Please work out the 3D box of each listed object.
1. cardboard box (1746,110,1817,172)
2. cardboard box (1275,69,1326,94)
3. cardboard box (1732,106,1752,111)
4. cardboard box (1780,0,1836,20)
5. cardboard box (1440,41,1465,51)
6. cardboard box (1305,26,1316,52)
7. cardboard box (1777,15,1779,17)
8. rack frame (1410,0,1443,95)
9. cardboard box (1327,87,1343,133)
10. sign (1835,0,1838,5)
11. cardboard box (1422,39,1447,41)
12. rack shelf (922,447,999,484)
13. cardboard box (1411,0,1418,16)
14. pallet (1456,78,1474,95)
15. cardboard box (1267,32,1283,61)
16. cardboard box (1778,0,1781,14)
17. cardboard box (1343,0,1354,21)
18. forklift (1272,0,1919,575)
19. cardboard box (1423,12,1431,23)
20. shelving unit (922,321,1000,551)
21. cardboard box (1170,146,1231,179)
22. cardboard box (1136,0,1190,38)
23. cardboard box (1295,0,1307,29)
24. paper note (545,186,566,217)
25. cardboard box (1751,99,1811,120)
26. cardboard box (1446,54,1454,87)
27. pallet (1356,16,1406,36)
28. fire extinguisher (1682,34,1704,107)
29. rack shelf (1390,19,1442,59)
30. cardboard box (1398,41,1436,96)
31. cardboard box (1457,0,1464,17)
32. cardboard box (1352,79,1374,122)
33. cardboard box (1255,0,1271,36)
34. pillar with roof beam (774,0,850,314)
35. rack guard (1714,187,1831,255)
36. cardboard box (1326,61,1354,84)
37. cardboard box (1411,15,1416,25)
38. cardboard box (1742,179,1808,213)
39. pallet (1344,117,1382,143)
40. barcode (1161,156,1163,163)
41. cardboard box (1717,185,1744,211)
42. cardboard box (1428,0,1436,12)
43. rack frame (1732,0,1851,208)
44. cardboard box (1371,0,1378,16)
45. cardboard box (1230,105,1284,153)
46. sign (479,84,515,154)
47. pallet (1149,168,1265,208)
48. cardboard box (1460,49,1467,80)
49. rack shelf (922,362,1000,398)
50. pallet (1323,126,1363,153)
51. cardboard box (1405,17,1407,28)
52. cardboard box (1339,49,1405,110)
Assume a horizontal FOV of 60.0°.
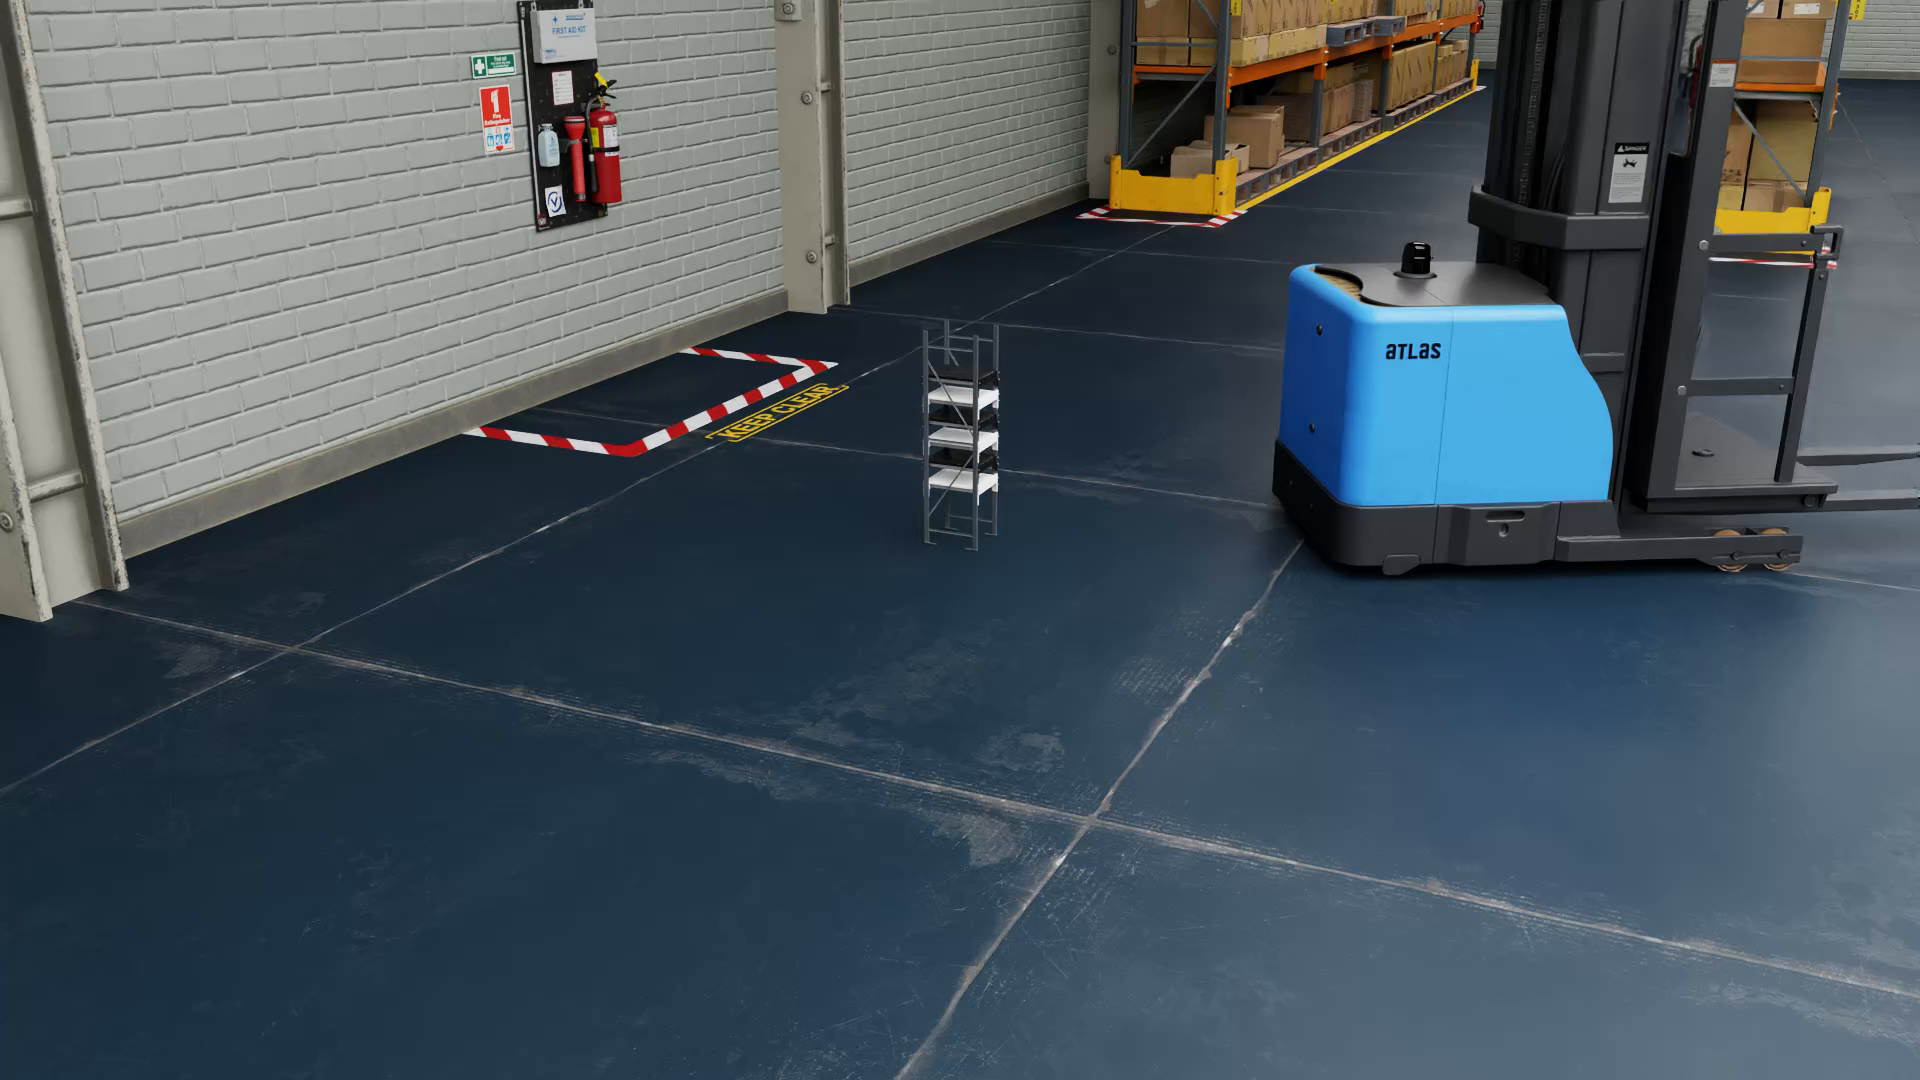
[{"bbox_3d":[7.313,-3.546,14.822,0.500,0.500,0.500,9,21,23],"label":"cardboard box"},{"bbox_3d":[4.075,-5.496,19.901,0.500,0.250,0.500,8,21,22],"label":"cardboard box"},{"bbox_3d":[7.045,-3.770,15.452,0.500,0.500,0.500,9,21,23],"label":"cardboard box"},{"bbox_3d":[6.852,-4.293,13.445,0.380,0.149,0.250,8,21,22],"label":"cardboard box"},{"bbox_3d":[8.340,-8.375,28.177,0.380,0.149,0.250,9,22,24],"label":"cardboard box"},{"bbox_3d":[3.483,-5.352,17.736,0.500,0.250,0.500,9,21,23],"label":"cardboard box"},{"bbox_3d":[6.908,-4.199,14.149,0.700,0.500,0.500,9,22,24],"label":"cardboard box"},{"bbox_3d":[6.888,-8.196,25.540,1.000,3.000,0.127,9,21,23],"label":"rack frame"},{"bbox_3d":[4.310,-5.323,20.534,0.700,0.500,0.500,9,21,23],"label":"cardboard box"},{"bbox_3d":[8.640,-5.442,16.384,0.100,0.325,0.005,9,21,23],"label":"sign"},{"bbox_3d":[8.199,-8.583,28.762,0.380,0.149,0.250,9,21,23],"label":"cardboard box"},{"bbox_3d":[0.003,-0.310,6.866,0.258,0.077,0.200,9,21,23],"label":"rack shelf"},{"bbox_3d":[6.109,-7.594,23.223,0.500,0.500,0.500,8,21,22],"label":"cardboard box"},{"bbox_3d":[8.270,-7.850,28.728,1.003,0.211,1.213,9,21,23],"label":"pallet"},{"bbox_3d":[2.877,-4.888,16.431,0.500,0.250,0.500,8,21,22],"label":"cardboard box"},{"bbox_3d":[7.273,-4.608,14.333,0.380,0.149,0.250,8,21,21],"label":"cardboard box"},{"bbox_3d":[4.328,-6.532,20.052,0.700,0.500,0.500,12,23,30],"label":"cardboard box"},{"bbox_3d":[2.927,-1.427,6.608,3.031,2.935,1.130,-2,20,-5],"label":"forklift"},{"bbox_3d":[6.724,-7.703,24.497,0.380,0.149,0.250,9,21,23],"label":"cardboard box"},{"bbox_3d":[0.003,-0.426,6.825,0.258,0.900,0.210,9,21,23],"label":"shelving unit"},{"bbox_3d":[2.339,-3.668,16.161,0.500,0.311,0.500,6,20,17],"label":"cardboard box"},{"bbox_3d":[1.973,-4.993,15.608,0.500,0.500,0.500,8,21,22],"label":"cardboard box"},{"bbox_3d":[3.285,-5.550,17.173,0.500,0.500,0.500,8,21,21],"label":"cardboard box"},{"bbox_3d":[-2.168,-1.817,8.915,0.016,0.148,0.142,9,21,23],"label":"paper note"},{"bbox_3d":[7.927,-4.005,16.111,0.500,0.500,0.500,9,21,23],"label":"cardboard box"},{"bbox_3d":[7.708,-7.741,27.362,0.700,0.500,0.500,9,22,24],"label":"cardboard box"},{"bbox_3d":[5.055,-6.651,21.480,1.213,0.211,1.003,9,21,23],"label":"pallet"},{"bbox_3d":[6.022,-3.841,13.407,0.296,0.674,0.183,9,21,23],"label":"fire extinguisher"},{"bbox_3d":[6.069,-7.246,23.941,1.077,0.370,4.000,9,21,23],"label":"rack shelf"},{"bbox_3d":[6.740,-7.165,25.220,0.750,0.750,0.750,9,21,23],"label":"cardboard box"},{"bbox_3d":[7.718,-8.948,27.204,0.980,0.700,0.700,7,21,20],"label":"cardboard box"},{"bbox_3d":[5.003,-5.776,21.807,0.700,0.500,0.500,9,21,23],"label":"cardboard box"},{"bbox_3d":[2.655,-5.075,15.836,0.500,0.500,0.500,9,21,23],"label":"cardboard box"},{"bbox_3d":[2.942,-5.262,8.336,9.100,9.000,0.400,9,21,23],"label":"pillar with roof beam"},{"bbox_3d":[6.485,-2.664,13.715,1.175,0.500,0.348,9,21,23],"label":"rack guard"},{"bbox_3d":[4.712,-5.964,21.216,0.500,0.250,0.500,9,21,24],"label":"cardboard box"},{"bbox_3d":[6.328,-7.483,23.879,0.380,0.149,0.250,9,22,24],"label":"cardboard box"},{"bbox_3d":[6.917,-2.885,14.082,0.500,0.250,0.500,9,21,23],"label":"cardboard box"},{"bbox_3d":[4.928,-5.421,21.897,1.003,0.211,1.213,9,21,23],"label":"pallet"},{"bbox_3d":[1.982,-3.732,16.330,0.001,0.075,0.075,9,21,23],"label":"barcode"},{"bbox_3d":[6.445,-2.956,14.282,0.500,0.250,0.500,9,21,23],"label":"cardboard box"},{"bbox_3d":[6.729,-8.060,24.533,0.500,0.500,0.500,9,21,23],"label":"cardboard box"},{"bbox_3d":[6.495,-3.850,13.317,1.000,3.000,0.127,9,21,23],"label":"rack frame"},{"bbox_3d":[5.066,-7.083,21.603,0.700,0.500,0.500,6,20,16],"label":"cardboard box"},{"bbox_3d":[3.223,-4.458,18.101,0.500,0.500,0.500,7,21,19],"label":"cardboard box"},{"bbox_3d":[-2.353,-2.138,8.452,0.001,0.329,0.234,9,21,23],"label":"sign"},{"bbox_3d":[2.370,-3.481,16.442,1.003,0.211,1.213,9,21,23],"label":"pallet"},{"bbox_3d":[8.330,-8.212,28.686,0.700,0.500,0.500,9,21,23],"label":"cardboard box"},{"bbox_3d":[0.003,-0.649,6.746,0.258,0.077,0.200,9,21,23],"label":"rack shelf"},{"bbox_3d":[4.428,-5.050,20.852,1.003,0.211,1.213,9,21,23],"label":"pallet"},{"bbox_3d":[5.893,-7.079,22.743,0.380,0.149,0.250,9,22,24],"label":"cardboard box"},{"bbox_3d":[5.671,-6.365,22.973,0.750,0.750,0.750,8,21,22],"label":"cardboard box"}]
